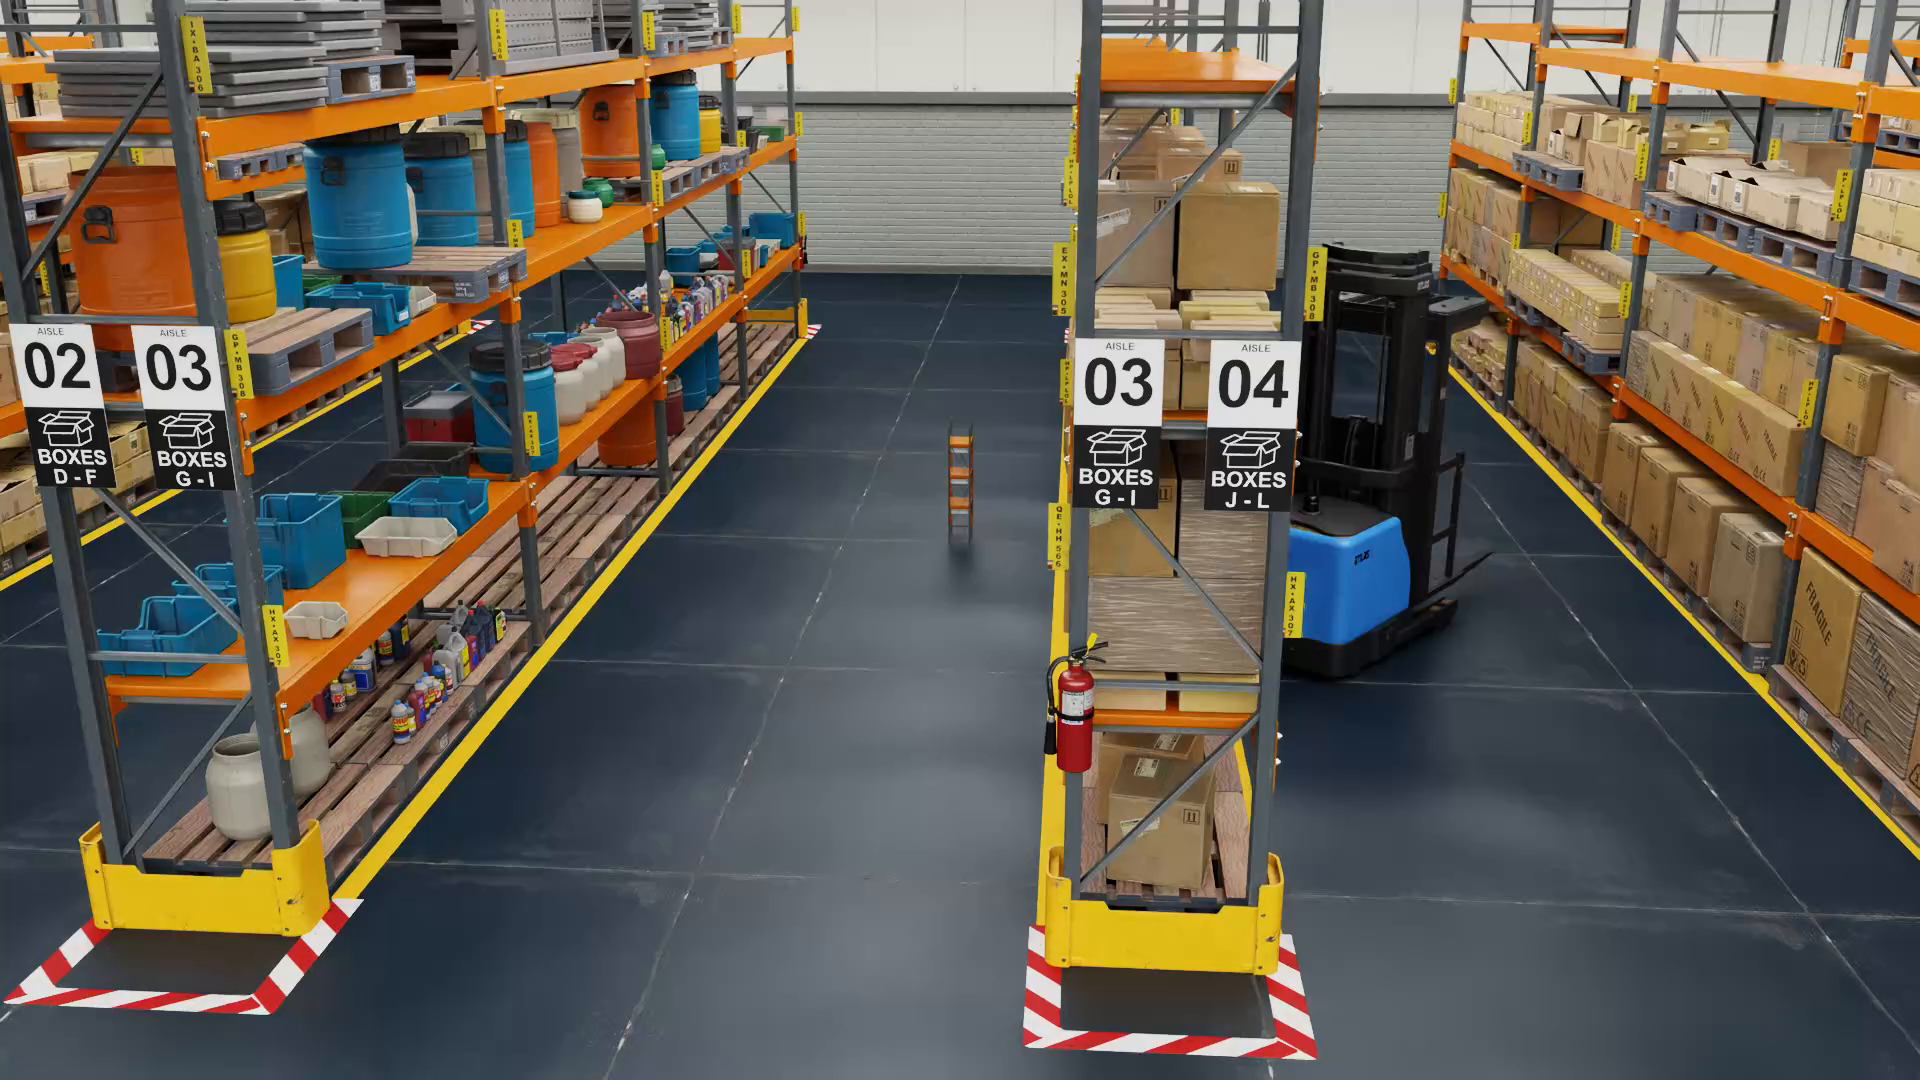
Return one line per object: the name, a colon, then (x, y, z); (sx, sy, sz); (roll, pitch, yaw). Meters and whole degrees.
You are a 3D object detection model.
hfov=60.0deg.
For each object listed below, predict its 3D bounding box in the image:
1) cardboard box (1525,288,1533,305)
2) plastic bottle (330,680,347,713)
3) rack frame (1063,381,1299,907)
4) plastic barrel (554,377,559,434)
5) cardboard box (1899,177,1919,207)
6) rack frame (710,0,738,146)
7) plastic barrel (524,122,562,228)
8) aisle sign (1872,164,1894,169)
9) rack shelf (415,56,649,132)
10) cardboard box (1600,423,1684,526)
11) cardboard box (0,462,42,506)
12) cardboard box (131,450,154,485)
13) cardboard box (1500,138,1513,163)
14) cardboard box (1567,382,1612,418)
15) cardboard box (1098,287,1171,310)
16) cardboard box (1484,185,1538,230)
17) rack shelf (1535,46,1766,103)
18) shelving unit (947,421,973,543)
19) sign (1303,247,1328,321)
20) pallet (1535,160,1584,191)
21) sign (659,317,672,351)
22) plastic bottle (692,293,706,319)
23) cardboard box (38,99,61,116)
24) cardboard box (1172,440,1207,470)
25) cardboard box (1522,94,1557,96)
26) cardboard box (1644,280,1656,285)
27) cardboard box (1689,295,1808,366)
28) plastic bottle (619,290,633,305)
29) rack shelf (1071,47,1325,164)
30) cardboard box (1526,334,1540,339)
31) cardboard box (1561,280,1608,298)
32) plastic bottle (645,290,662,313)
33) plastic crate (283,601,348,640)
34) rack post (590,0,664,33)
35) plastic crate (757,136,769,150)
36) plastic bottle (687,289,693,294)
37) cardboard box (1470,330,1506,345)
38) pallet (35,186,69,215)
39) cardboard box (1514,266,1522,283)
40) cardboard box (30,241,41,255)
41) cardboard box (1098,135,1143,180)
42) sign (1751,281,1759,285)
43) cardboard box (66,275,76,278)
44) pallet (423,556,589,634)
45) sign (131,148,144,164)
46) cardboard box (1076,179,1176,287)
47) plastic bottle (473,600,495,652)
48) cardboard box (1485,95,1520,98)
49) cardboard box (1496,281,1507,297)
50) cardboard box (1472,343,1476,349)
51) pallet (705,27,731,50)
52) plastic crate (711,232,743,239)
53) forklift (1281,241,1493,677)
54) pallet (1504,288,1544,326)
cardboard box: (6.274, -2.607, 17.792); (0.380, 0.149, 0.250); (1, 18, 4)
plastic bottle: (-4.049, 1.010, 10.810); (0.097, 0.201, 0.097); (0, 18, 0)
rack frame: (1.015, 0.704, 7.957); (1.000, 3.000, 0.127); (1, 18, 4)
plastic barrel: (-3.351, -1.006, 12.957); (0.433, 0.535, 0.433); (0, 18, 0)
cardboard box: (5.841, -2.065, 9.878); (0.380, 0.149, 0.250); (1, 18, 3)
rack frame: (-3.065, -5.984, 18.735); (1.000, 3.000, 0.127); (1, 18, 4)
plastic barrel: (-3.674, -3.067, 13.960); (0.600, 0.830, 0.708); (1, 18, 4)
aisle sign: (12.361, -5.295, 22.090); (0.394, 0.787, 0.004); (1, 18, 4)
rack shelf: (-3.495, -3.589, 13.222); (1.077, 0.370, 4.000); (1, 18, 4)
cardboard box: (6.395, -0.582, 14.820); (1.050, 0.750, 0.750); (1, 18, 3)
cardboard box: (-8.192, -0.520, 14.535); (0.500, 0.311, 0.500); (2, 18, 5)
cardboard box: (-8.086, -0.727, 16.066); (0.500, 0.250, 0.500); (2, 18, 5)
cardboard box: (6.629, -4.548, 19.410); (0.500, 0.250, 0.500); (1, 18, 4)
cardboard box: (6.342, -1.382, 16.459); (0.500, 0.250, 0.500); (2, 18, 5)
cardboard box: (0.906, -1.251, 8.707); (0.380, 0.149, 0.250); (2, 18, 5)
cardboard box: (6.662, -4.016, 20.119); (0.500, 0.500, 0.500); (2, 18, 5)
rack shelf: (6.672, -4.579, 16.242); (1.077, 0.370, 4.000); (1, 18, 4)
shelving unit: (0.004, -0.516, 14.810); (0.215, 1.050, 0.252); (1, 18, 4)
sign: (1.556, -1.125, 7.317); (0.100, 0.325, 0.005); (1, 18, 4)
pallet: (6.594, -3.706, 16.899); (1.213, 0.211, 1.003); (1, 18, 4)
sign: (-2.802, -1.959, 15.821); (0.100, 0.325, 0.005); (1, 18, 4)
plastic bottle: (-2.859, -2.561, 18.121); (0.152, 0.276, 0.135); (1, 18, 4)
cardboard box: (-12.483, -5.803, 22.405); (0.500, 0.250, 0.500); (1, 18, 2)
cardboard box: (1.369, -0.280, 8.716); (0.500, 0.500, 0.500); (1, 18, 4)
cardboard box: (7.328, -5.556, 21.042); (0.380, 0.149, 0.250); (2, 18, 5)
cardboard box: (6.831, -2.467, 16.407); (0.380, 0.149, 0.250); (2, 18, 6)
cardboard box: (6.417, -1.706, 13.544); (0.700, 0.500, 0.500); (1, 18, 3)
plastic bottle: (-3.590, -2.505, 17.831); (0.144, 0.351, 0.185); (1, 18, 4)
rack shelf: (1.159, -2.425, 9.031); (1.077, 0.370, 4.000); (1, 18, 4)
cardboard box: (7.190, -2.433, 20.481); (0.380, 0.149, 0.250); (2, 18, 5)
cardboard box: (6.184, -2.481, 16.451); (0.380, 0.149, 0.250); (1, 18, 4)
plastic bottle: (-3.393, -2.648, 18.387); (0.152, 0.276, 0.135); (1, 18, 4)
plastic crate: (-3.540, 0.448, 9.162); (0.298, 0.136, 0.250); (1, 18, 4)
rack post: (-3.340, -4.932, 15.645); (0.954, 0.300, 0.937); (1, 18, 4)
plastic crate: (-2.679, -5.029, 21.059); (0.437, 0.136, 0.530); (1, 18, 4)
plastic bottle: (-2.968, -2.628, 18.332); (0.097, 0.271, 0.097); (0, 18, 0)
cardboard box: (6.602, -2.531, 20.780); (0.380, 0.149, 0.250); (1, 18, 2)
pallet: (-8.251, -3.126, 15.132); (1.213, 0.211, 1.003); (2, 18, 6)
cardboard box: (6.312, -2.910, 18.237); (0.380, 0.149, 0.250); (1, 18, 3)
cardboard box: (-12.791, -4.118, 22.192); (0.980, 0.700, 0.700); (0, 18, 1)
cardboard box: (1.229, -3.037, 13.594); (0.500, 0.500, 0.500); (1, 18, 2)
sign: (7.083, -2.177, 14.891); (0.100, 0.325, 0.005); (1, 18, 4)
cardboard box: (-12.437, -3.653, 23.554); (0.380, 0.149, 0.250); (1, 18, 3)
pallet: (-3.621, 0.431, 13.267); (1.003, 0.211, 1.213); (1, 18, 4)
sign: (-7.739, -3.697, 15.613); (0.100, 0.325, 0.005); (1, 18, 4)
cardboard box: (0.874, -1.635, 8.837); (0.500, 0.500, 0.500); (1, 18, 4)
plastic bottle: (-3.397, 0.607, 11.800); (0.144, 0.351, 0.185); (1, 18, 2)
cardboard box: (6.792, -5.490, 20.840); (0.380, 0.149, 0.250); (2, 18, 5)
cardboard box: (6.512, -2.938, 19.475); (0.380, 0.149, 0.250); (1, 18, 2)
cardboard box: (6.774, -2.544, 21.295); (0.380, 0.149, 0.250); (2, 18, 7)
pallet: (-3.093, -5.447, 18.040); (1.003, 0.211, 1.213); (1, 18, 4)
plastic crate: (-3.171, -4.051, 22.641); (0.416, 0.233, 0.300); (1, 18, 4)
forklift: (3.246, -0.808, 12.680); (1.130, 2.935, 3.031); (15, 23, 38)
pallet: (6.616, -2.556, 18.213); (1.003, 0.211, 1.213); (1, 18, 4)
